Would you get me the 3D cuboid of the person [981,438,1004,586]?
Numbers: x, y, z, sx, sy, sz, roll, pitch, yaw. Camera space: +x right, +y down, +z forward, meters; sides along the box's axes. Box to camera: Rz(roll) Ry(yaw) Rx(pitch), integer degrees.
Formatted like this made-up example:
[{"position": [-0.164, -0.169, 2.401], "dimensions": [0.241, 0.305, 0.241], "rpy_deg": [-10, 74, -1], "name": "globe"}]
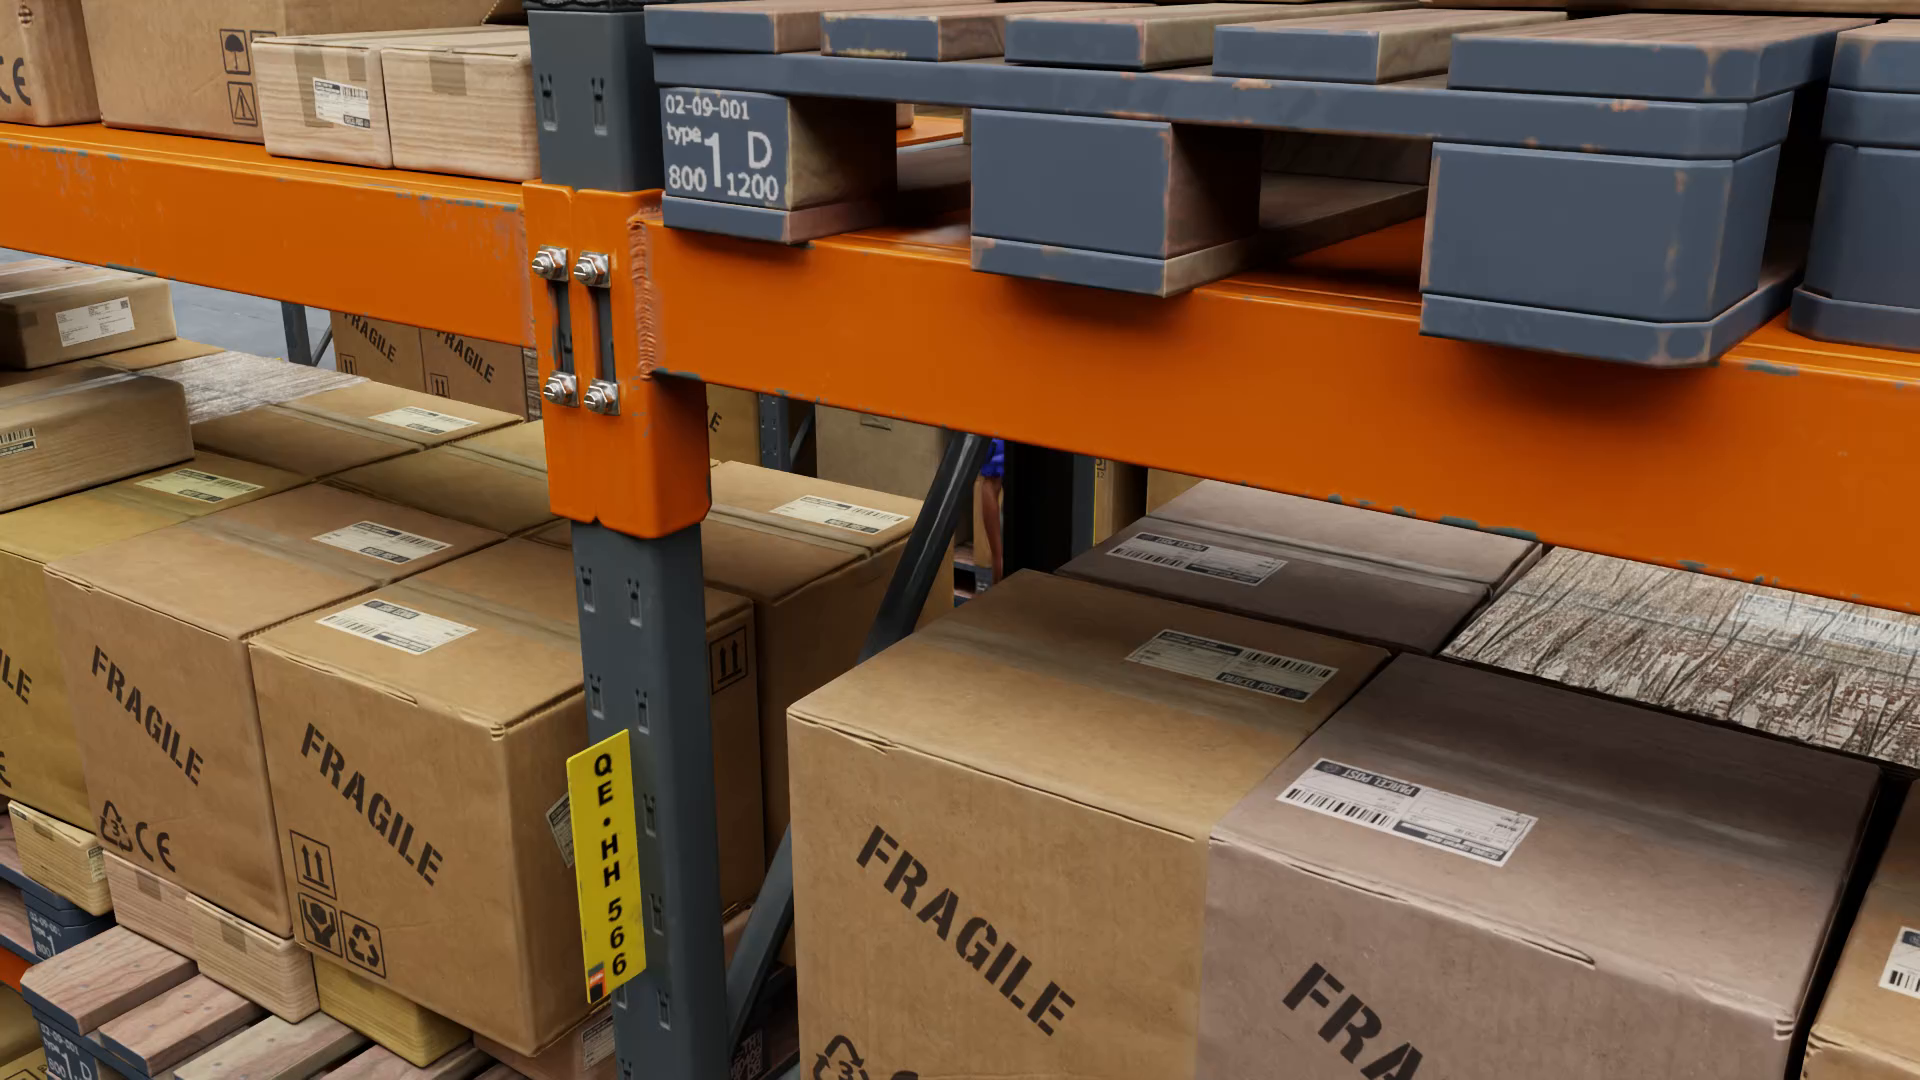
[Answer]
[{"position": [0.271, -0.003, 6.545], "dimensions": [0.502, 1.653, 0.388], "rpy_deg": [-18, 27, -40], "name": "person"}]
